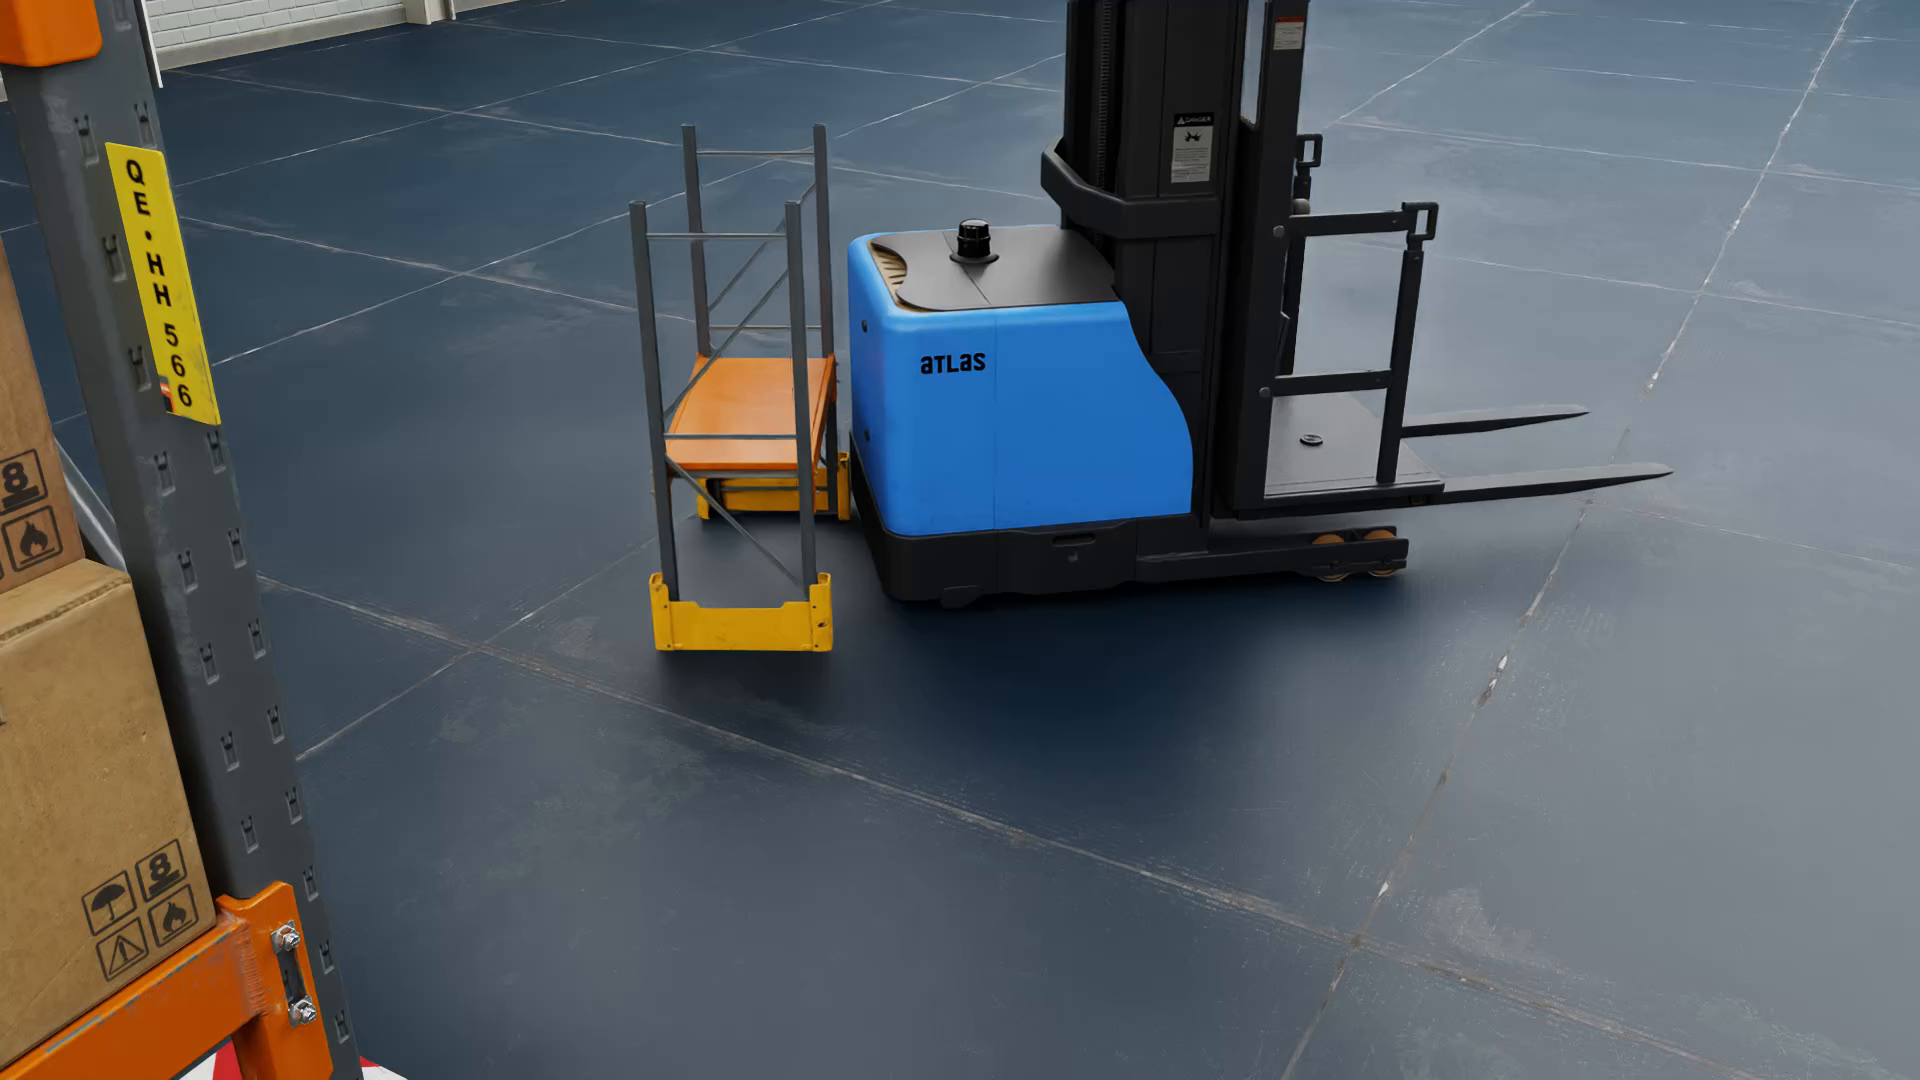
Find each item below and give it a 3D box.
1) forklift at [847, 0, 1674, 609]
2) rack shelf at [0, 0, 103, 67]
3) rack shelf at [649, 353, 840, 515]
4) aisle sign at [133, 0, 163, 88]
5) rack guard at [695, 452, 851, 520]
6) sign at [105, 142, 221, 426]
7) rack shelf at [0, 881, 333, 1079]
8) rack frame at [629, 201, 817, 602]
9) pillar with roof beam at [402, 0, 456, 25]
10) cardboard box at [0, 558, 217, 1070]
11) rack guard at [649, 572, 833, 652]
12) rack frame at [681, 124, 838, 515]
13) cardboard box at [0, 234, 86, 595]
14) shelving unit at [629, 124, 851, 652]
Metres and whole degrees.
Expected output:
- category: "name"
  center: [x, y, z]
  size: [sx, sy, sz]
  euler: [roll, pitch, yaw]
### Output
- category: "forklift"
  center: [1.143, -1.388, 5.748]
  size: [3.031, 2.935, 1.130]
  euler: [-5, 27, -10]
- category: "rack shelf"
  center: [-2.372, -0.033, 0.418]
  size: [1.077, 0.370, 4.000]
  euler: [14, 30, 26]
- category: "rack shelf"
  center: [-0.719, -0.387, 5.749]
  size: [0.538, 0.185, 1.000]
  euler: [0, 27, 0]
- category: "aisle sign"
  center: [-1.092, -0.917, 1.827]
  size: [0.394, 0.787, 0.004]
  euler: [14, 30, 26]
- category: "rack guard"
  center: [-0.718, -0.208, 6.386]
  size: [0.587, 0.250, 0.087]
  euler: [0, 27, 0]
- category: "sign"
  center: [-0.922, -0.292, 1.924]
  size: [0.100, 0.325, 0.005]
  euler: [14, 30, 26]
- category: "rack shelf"
  center: [-2.372, 1.308, 1.089]
  size: [1.077, 0.370, 4.000]
  euler: [14, 30, 26]
- category: "rack frame"
  center: [-0.720, -0.320, 5.214]
  size: [0.500, 1.500, 0.032]
  euler: [0, 27, 0]
- category: "pillar with roof beam"
  center: [-1.547, -8.274, 12.725]
  size: [9.100, 9.000, 0.400]
  euler: [14, 30, 26]
- category: "cardboard box"
  center: [-1.531, 0.295, 2.143]
  size: [0.875, 0.550, 0.550]
  euler: [14, 30, 26]
- category: "rack guard"
  center: [-0.720, 0.238, 5.495]
  size: [0.587, 0.250, 0.087]
  euler: [0, 27, 0]
- category: "rack frame"
  center: [-0.717, -0.775, 6.123]
  size: [0.500, 1.500, 0.032]
  euler: [0, 27, 0]
- category: "cardboard box"
  center: [-1.604, -0.207, 1.938]
  size: [0.875, 0.550, 0.550]
  euler: [14, 30, 26]
- category: "shelving unit"
  center: [-0.719, -0.544, 5.661]
  size: [0.587, 1.500, 1.083]
  euler: [0, 27, 0]
